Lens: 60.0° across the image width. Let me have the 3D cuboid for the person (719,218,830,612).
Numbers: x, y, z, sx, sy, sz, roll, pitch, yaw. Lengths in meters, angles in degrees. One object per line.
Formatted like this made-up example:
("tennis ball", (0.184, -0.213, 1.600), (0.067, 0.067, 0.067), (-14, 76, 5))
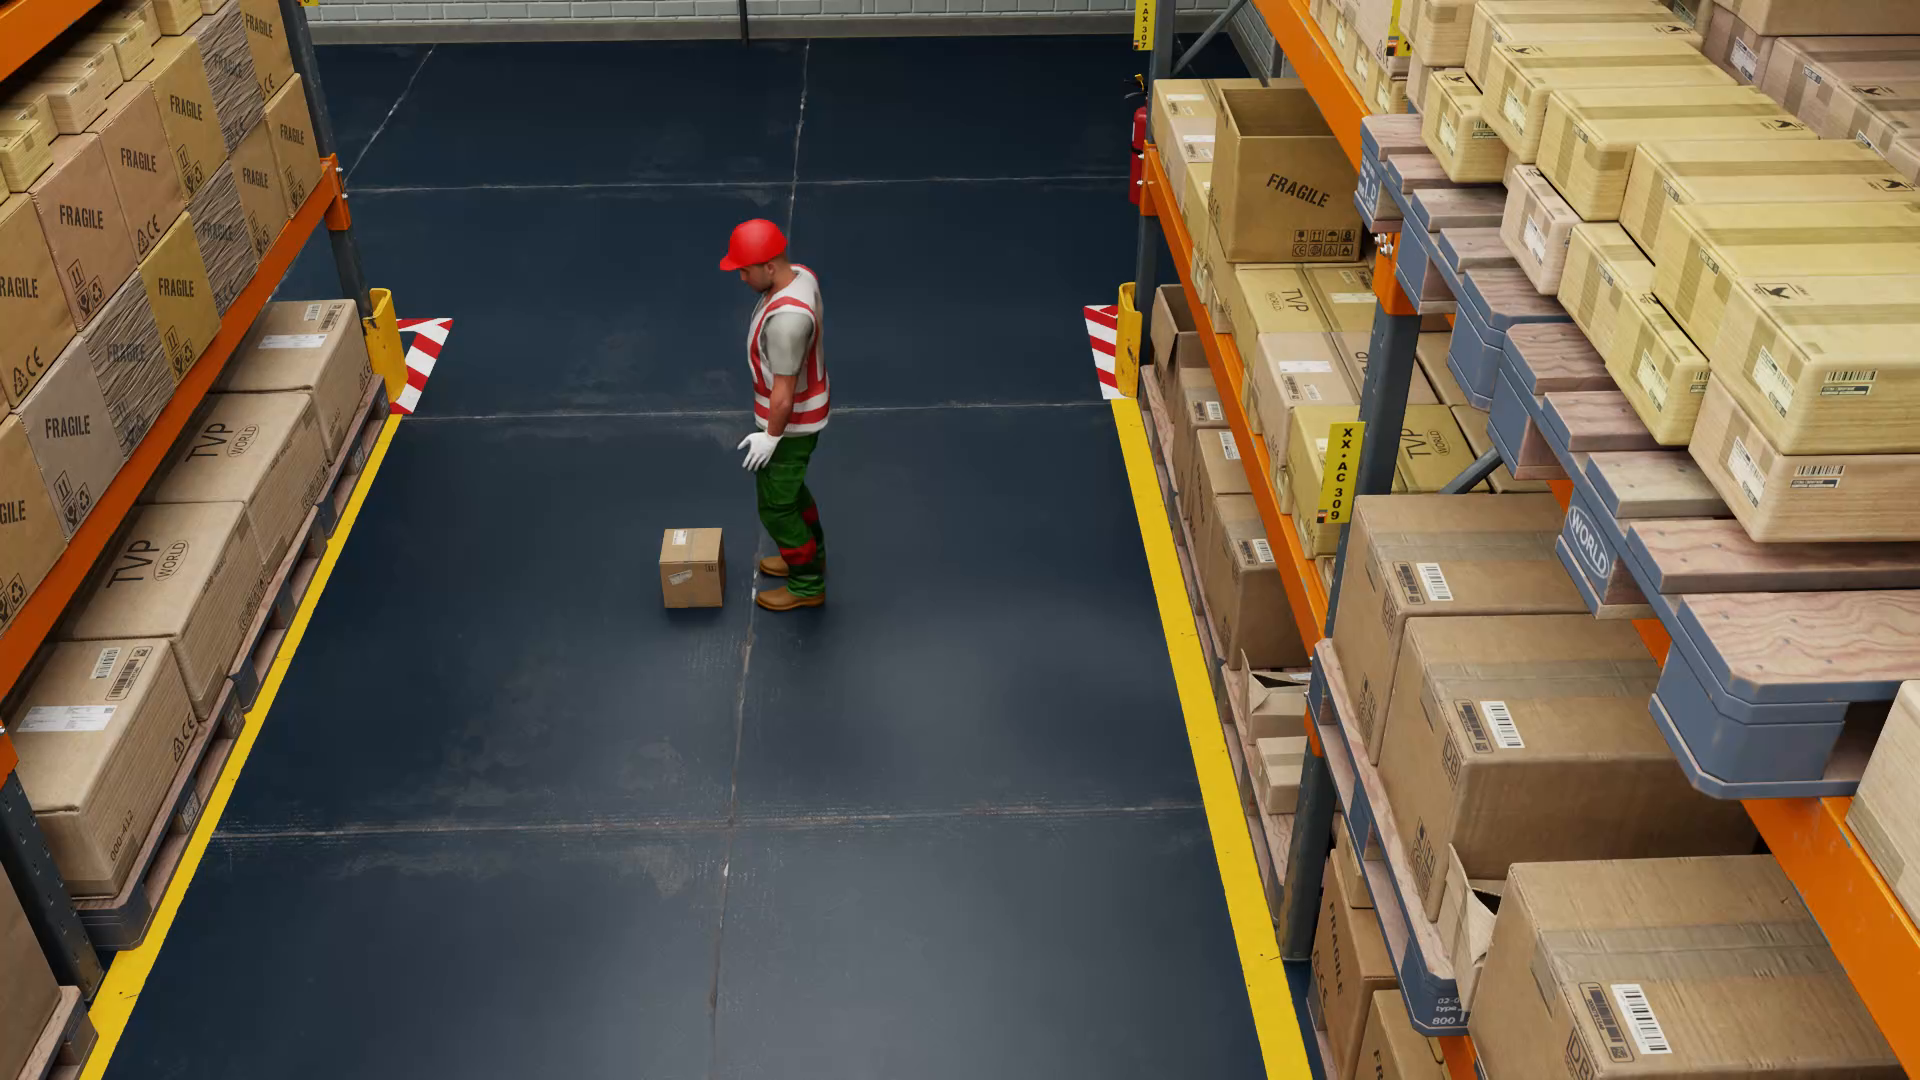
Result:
("person", (-0.733, -0.501, 6.865), (0.400, 1.763, 0.535), (-1, 35, -1))
